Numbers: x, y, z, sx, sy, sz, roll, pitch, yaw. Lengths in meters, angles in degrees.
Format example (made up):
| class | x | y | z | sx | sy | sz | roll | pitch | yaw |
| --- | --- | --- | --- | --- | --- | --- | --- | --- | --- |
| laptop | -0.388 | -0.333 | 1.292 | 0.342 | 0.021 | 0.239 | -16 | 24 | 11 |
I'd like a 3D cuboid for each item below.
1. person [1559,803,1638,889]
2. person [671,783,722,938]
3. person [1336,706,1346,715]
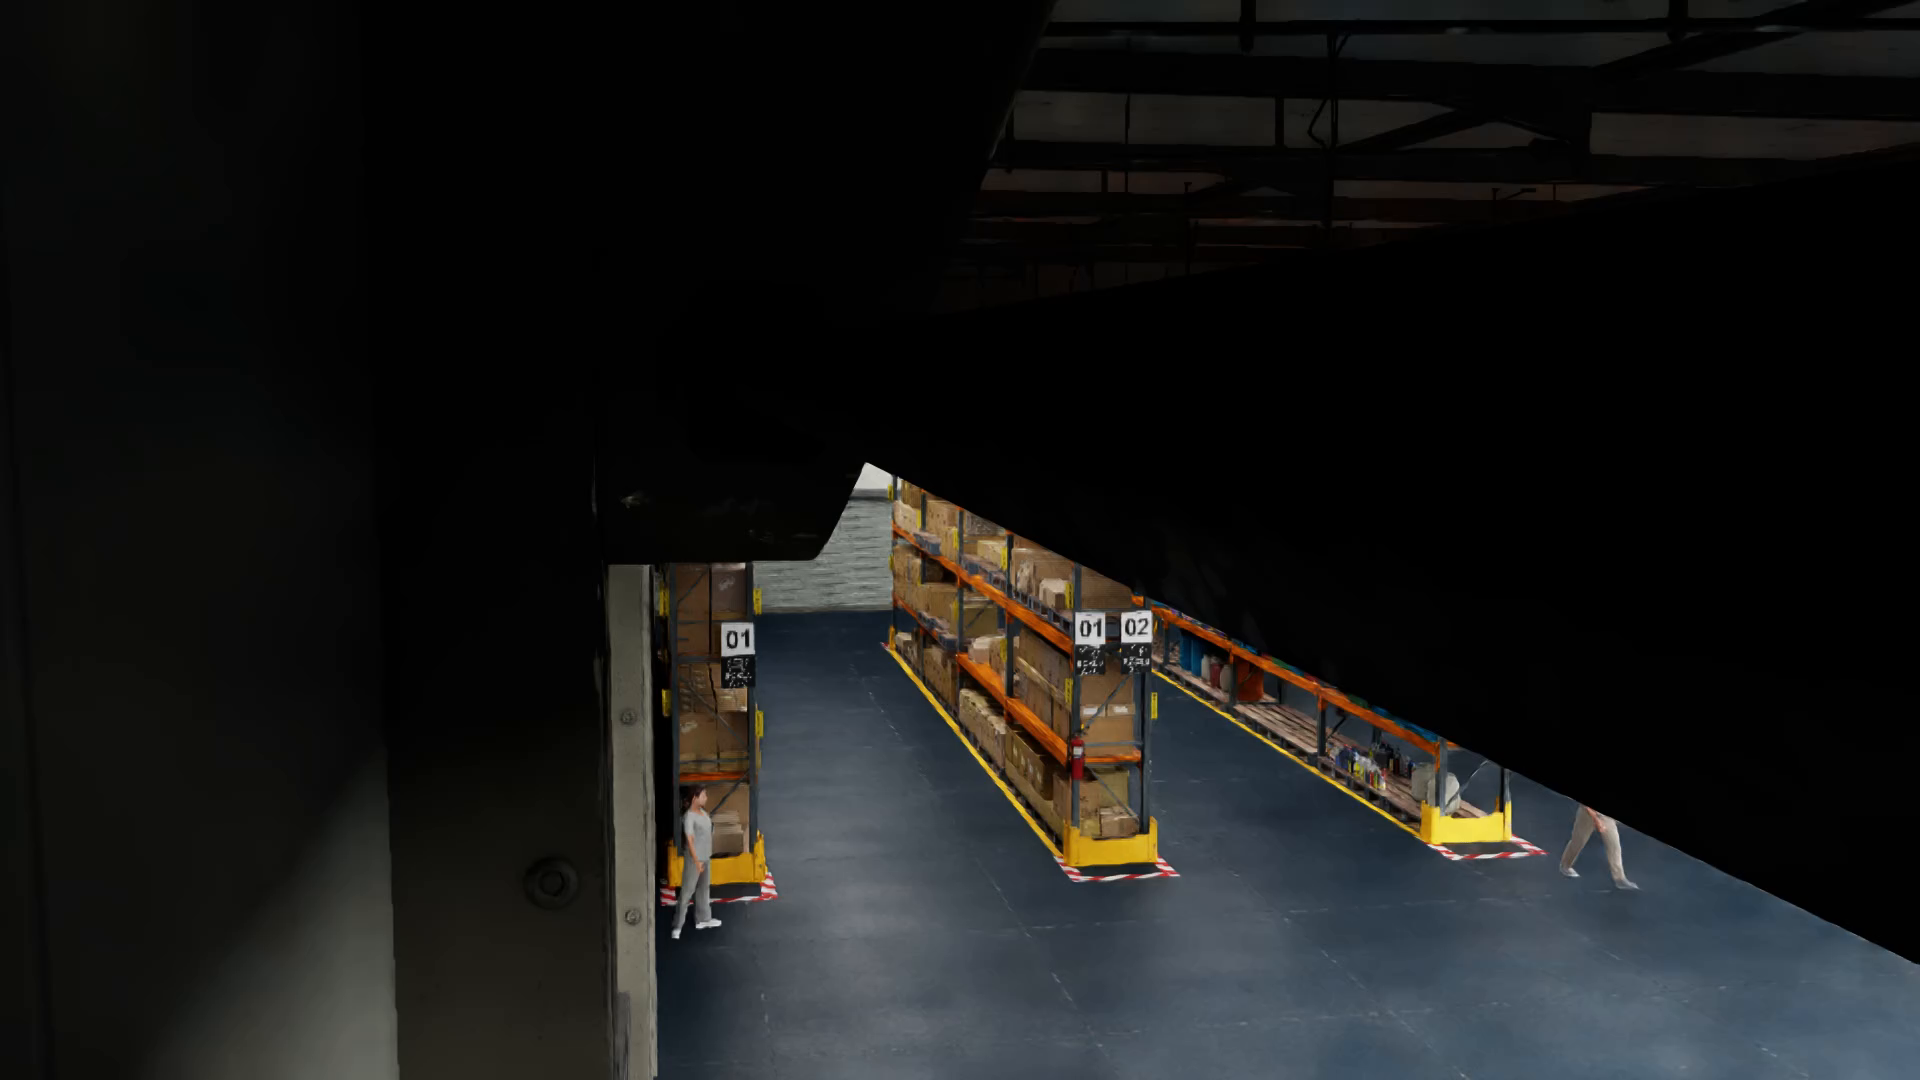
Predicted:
| class | x | y | z | sx | sy | sz | roll | pitch | yaw |
| --- | --- | --- | --- | --- | --- | --- | --- | --- | --- |
| person | 7.680 | 3.327 | 20.040 | 0.536 | 1.659 | 1.037 | -2 | 7 | -19 |
| person | -2.955 | 3.518 | 18.344 | 0.423 | 1.672 | 0.647 | 2 | 6 | 18 |
| person | 7.008 | 2.374 | 29.310 | 0.471 | 1.567 | 0.999 | -2 | 7 | -19 |
